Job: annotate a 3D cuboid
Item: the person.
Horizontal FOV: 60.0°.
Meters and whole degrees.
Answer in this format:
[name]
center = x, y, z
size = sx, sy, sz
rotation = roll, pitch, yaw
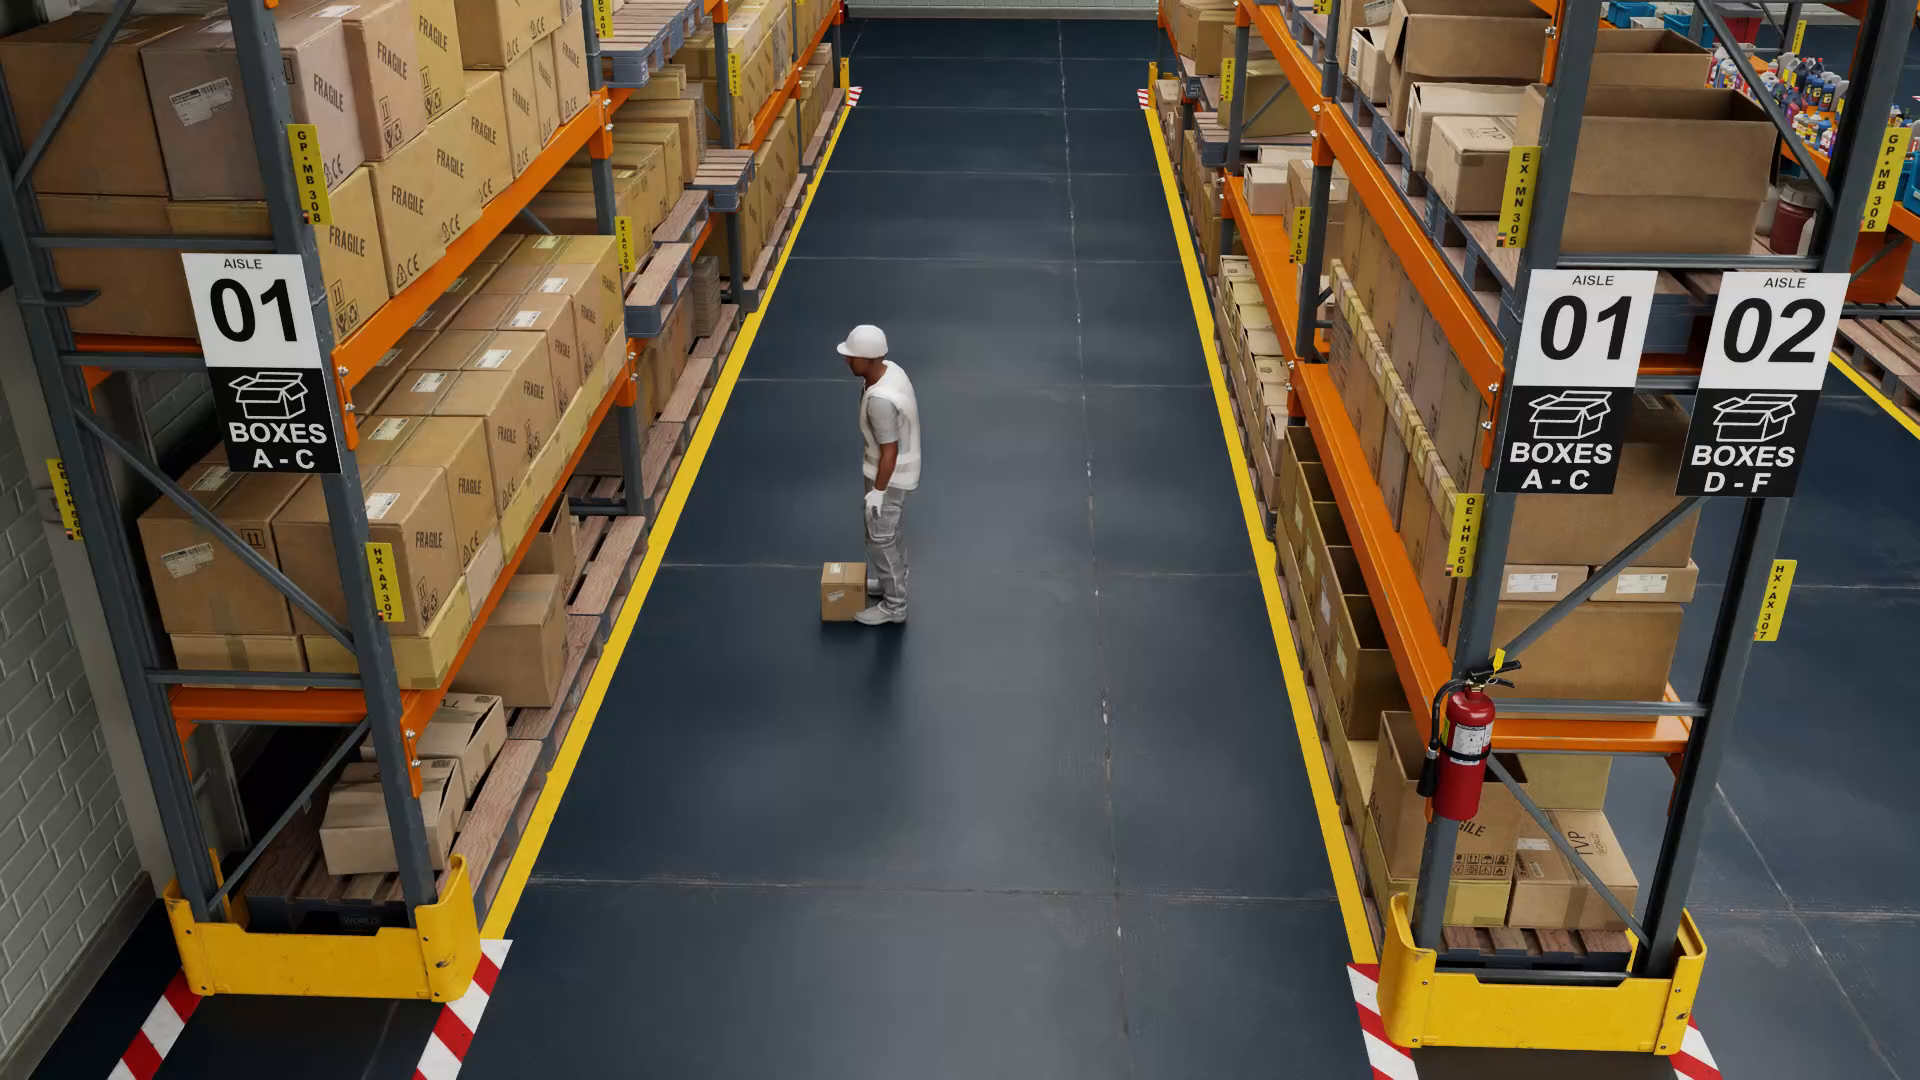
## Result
[person]
center = -0.440, -0.370, 9.311
size = 0.443, 1.776, 0.630
rotation = 0, 28, -1
